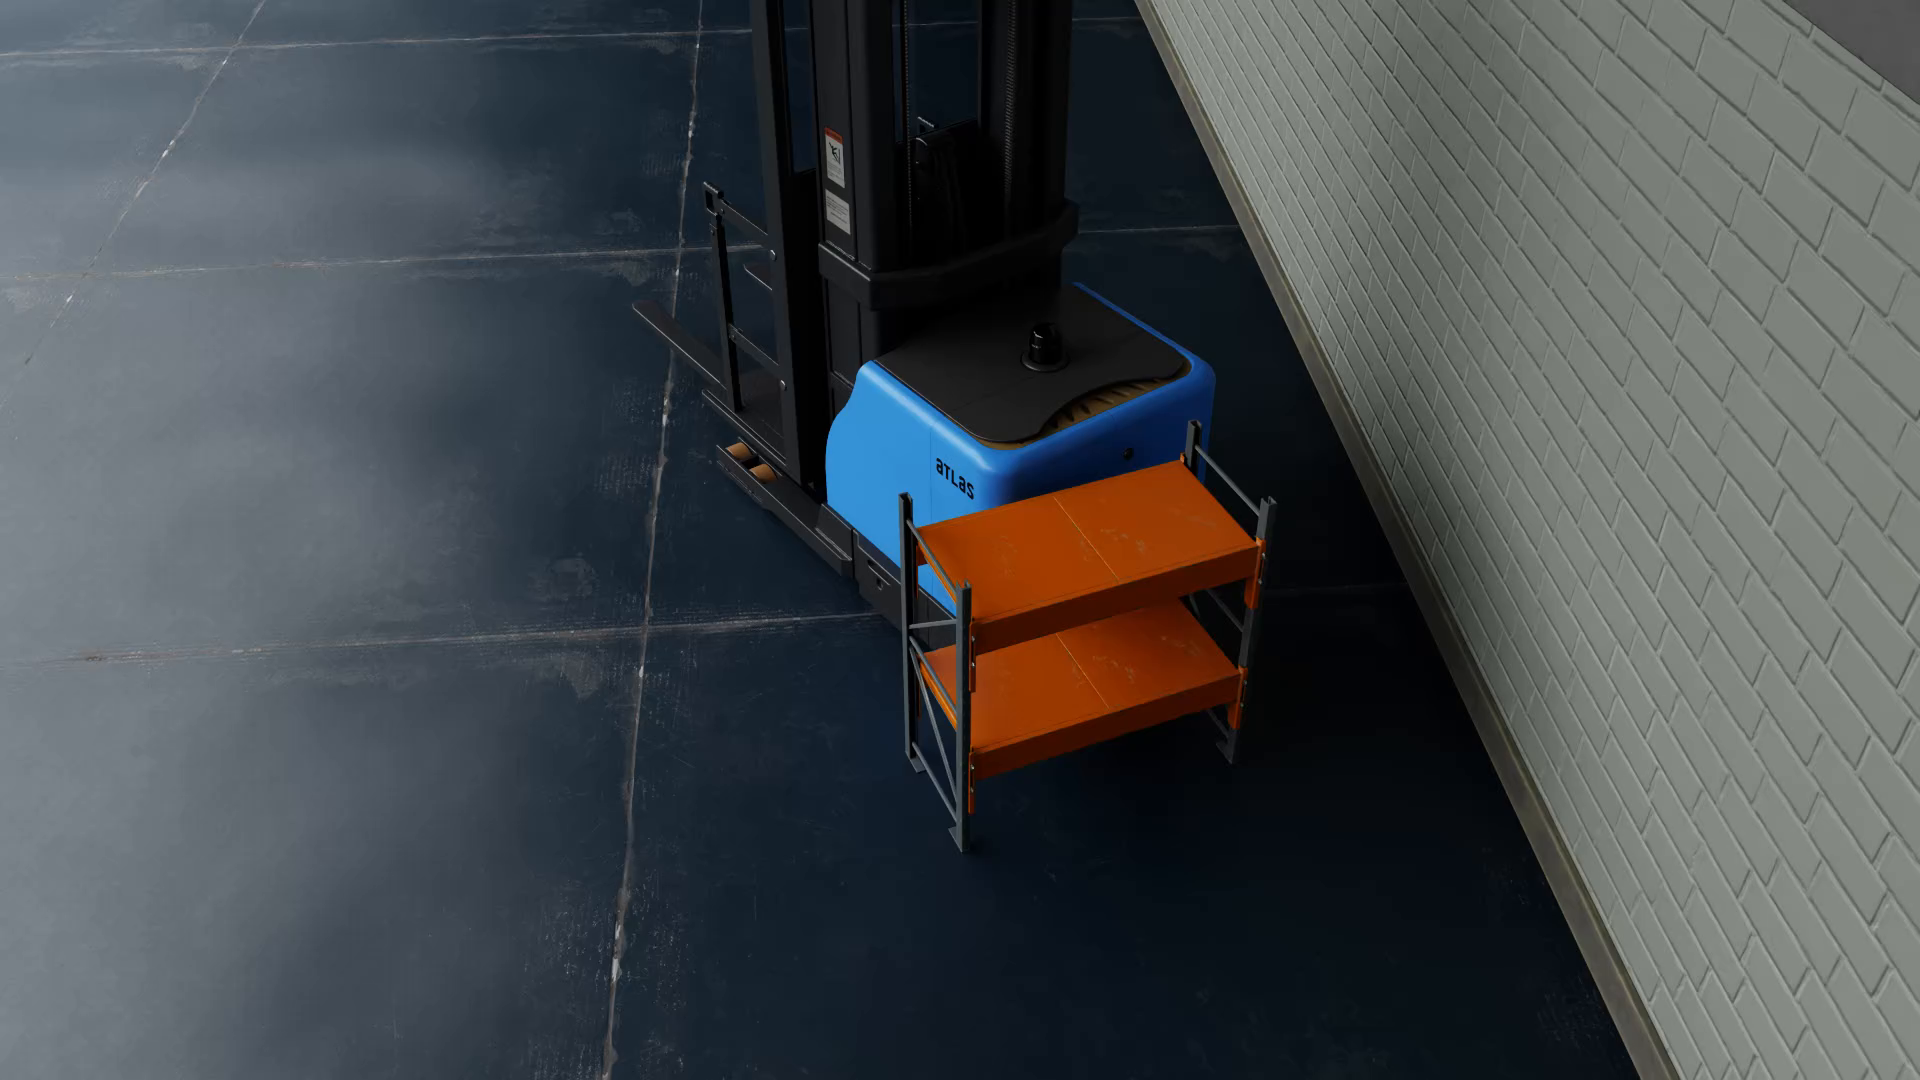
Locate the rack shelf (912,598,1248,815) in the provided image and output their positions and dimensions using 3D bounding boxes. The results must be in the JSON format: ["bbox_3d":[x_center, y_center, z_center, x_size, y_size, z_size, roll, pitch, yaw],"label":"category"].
[{"bbox_3d":[0.389,0.507,5.594,1.000,0.278,0.538,-15,41,-18],"label":"rack shelf"}]

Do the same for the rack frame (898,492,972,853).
[{"bbox_3d":[-0.078,0.439,5.286,0.032,1.125,0.500,-15,41,-18],"label":"rack frame"}]

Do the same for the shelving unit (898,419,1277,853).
[{"bbox_3d":[0.389,0.315,5.443,1.048,1.125,0.538,-15,41,-18],"label":"shelving unit"}]

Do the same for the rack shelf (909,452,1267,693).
[{"bbox_3d":[0.389,0.085,5.261,1.000,0.278,0.538,-15,41,-18],"label":"rack shelf"}]

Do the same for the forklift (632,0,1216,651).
[{"bbox_3d":[-0.371,-1.460,6.235,1.130,2.935,3.031,-25,45,-28],"label":"forklift"}]

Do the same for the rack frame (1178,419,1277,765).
[{"bbox_3d":[0.857,0.191,5.600,0.032,1.125,0.500,-15,41,-18],"label":"rack frame"}]
